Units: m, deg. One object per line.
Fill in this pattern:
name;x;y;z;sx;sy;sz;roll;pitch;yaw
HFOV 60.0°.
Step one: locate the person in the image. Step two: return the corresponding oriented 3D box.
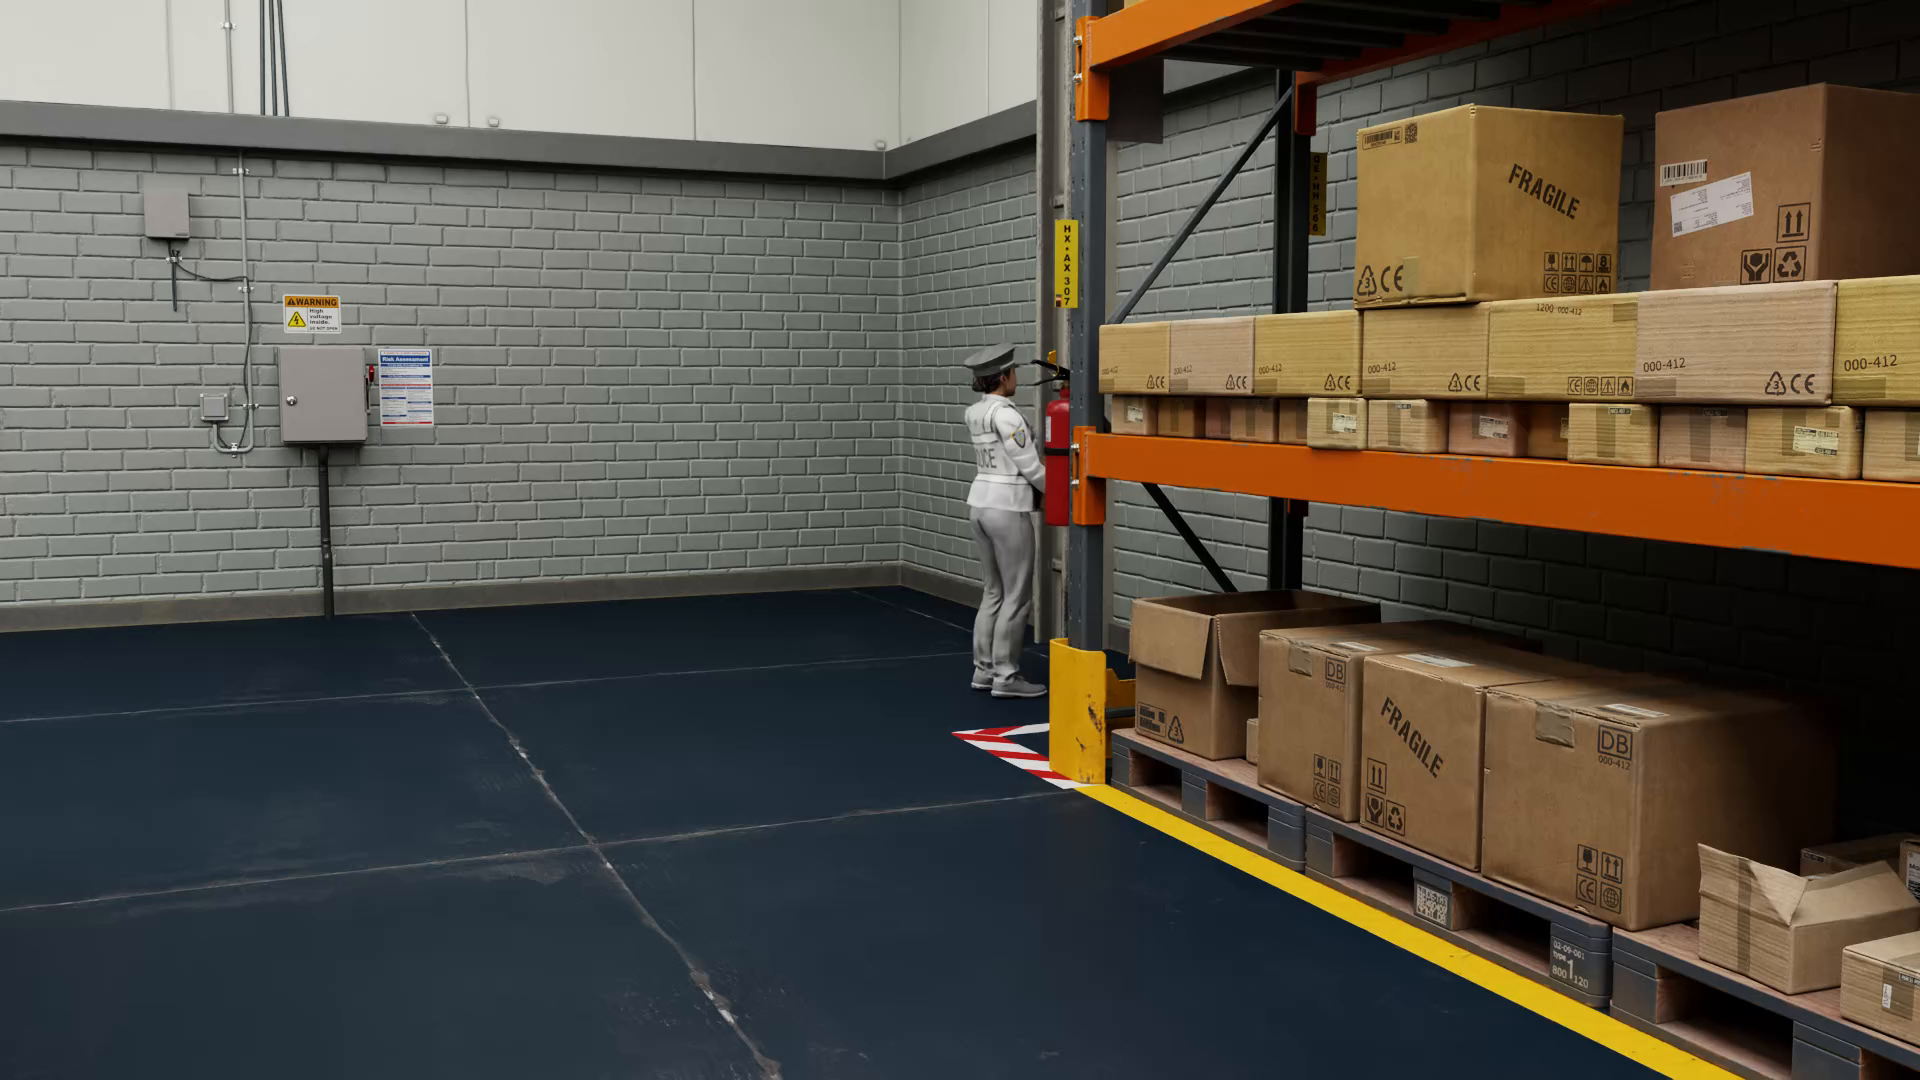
person;0.281;-0.103;7.963;0.536;1.690;0.460;-2;6;-23
